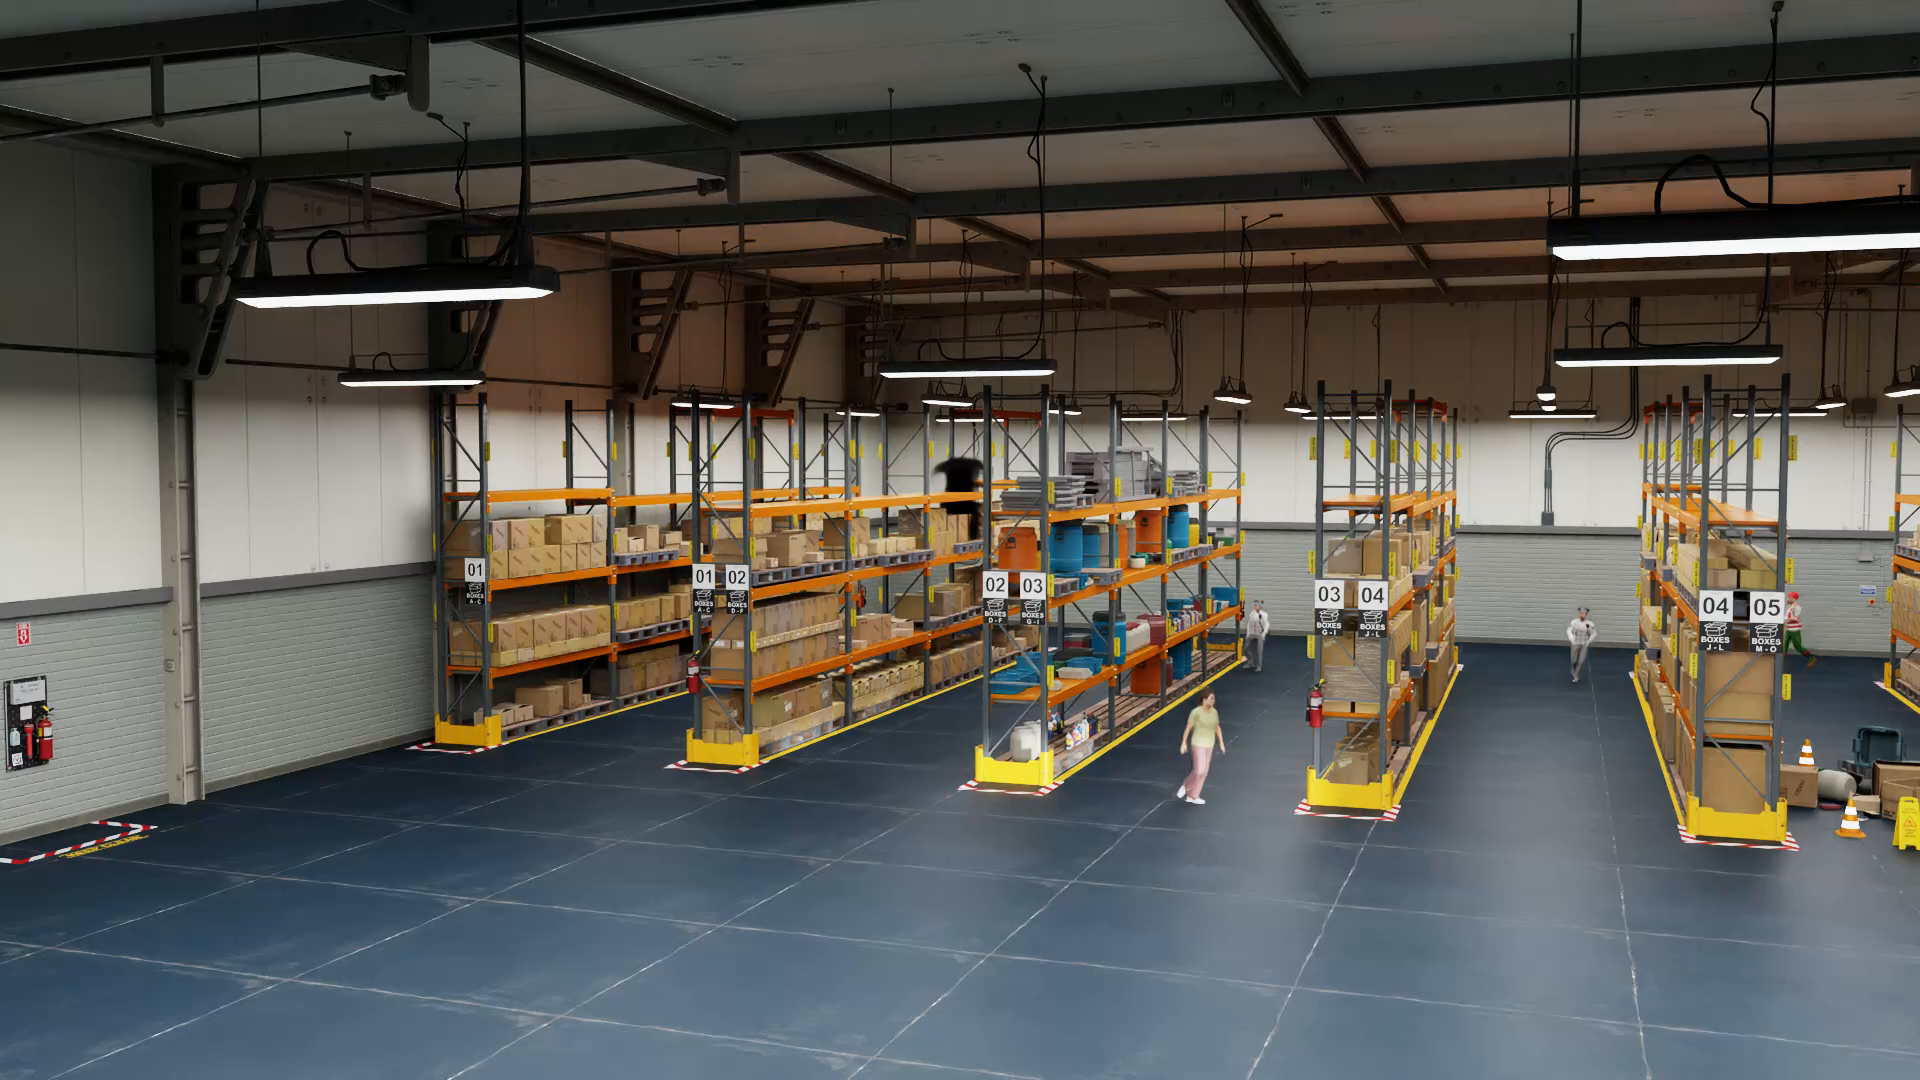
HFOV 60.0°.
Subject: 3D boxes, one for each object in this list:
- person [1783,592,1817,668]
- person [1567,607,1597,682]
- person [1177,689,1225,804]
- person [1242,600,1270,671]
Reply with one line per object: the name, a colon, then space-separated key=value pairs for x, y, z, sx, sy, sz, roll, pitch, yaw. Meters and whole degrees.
person: x=18.960 y=2.060 z=37.803 sx=1.006 sy=1.776 sz=0.662 roll=0 pitch=3 yaw=1
person: x=13.534 y=2.263 z=36.215 sx=0.602 sy=1.648 sz=0.551 roll=1 pitch=3 yaw=22
person: x=3.411 y=2.926 z=23.595 sx=0.586 sy=1.645 sz=0.488 roll=-2 pitch=4 yaw=-31
person: x=6.695 y=2.172 z=37.784 sx=0.713 sy=1.642 sz=0.542 roll=2 pitch=4 yaw=33
